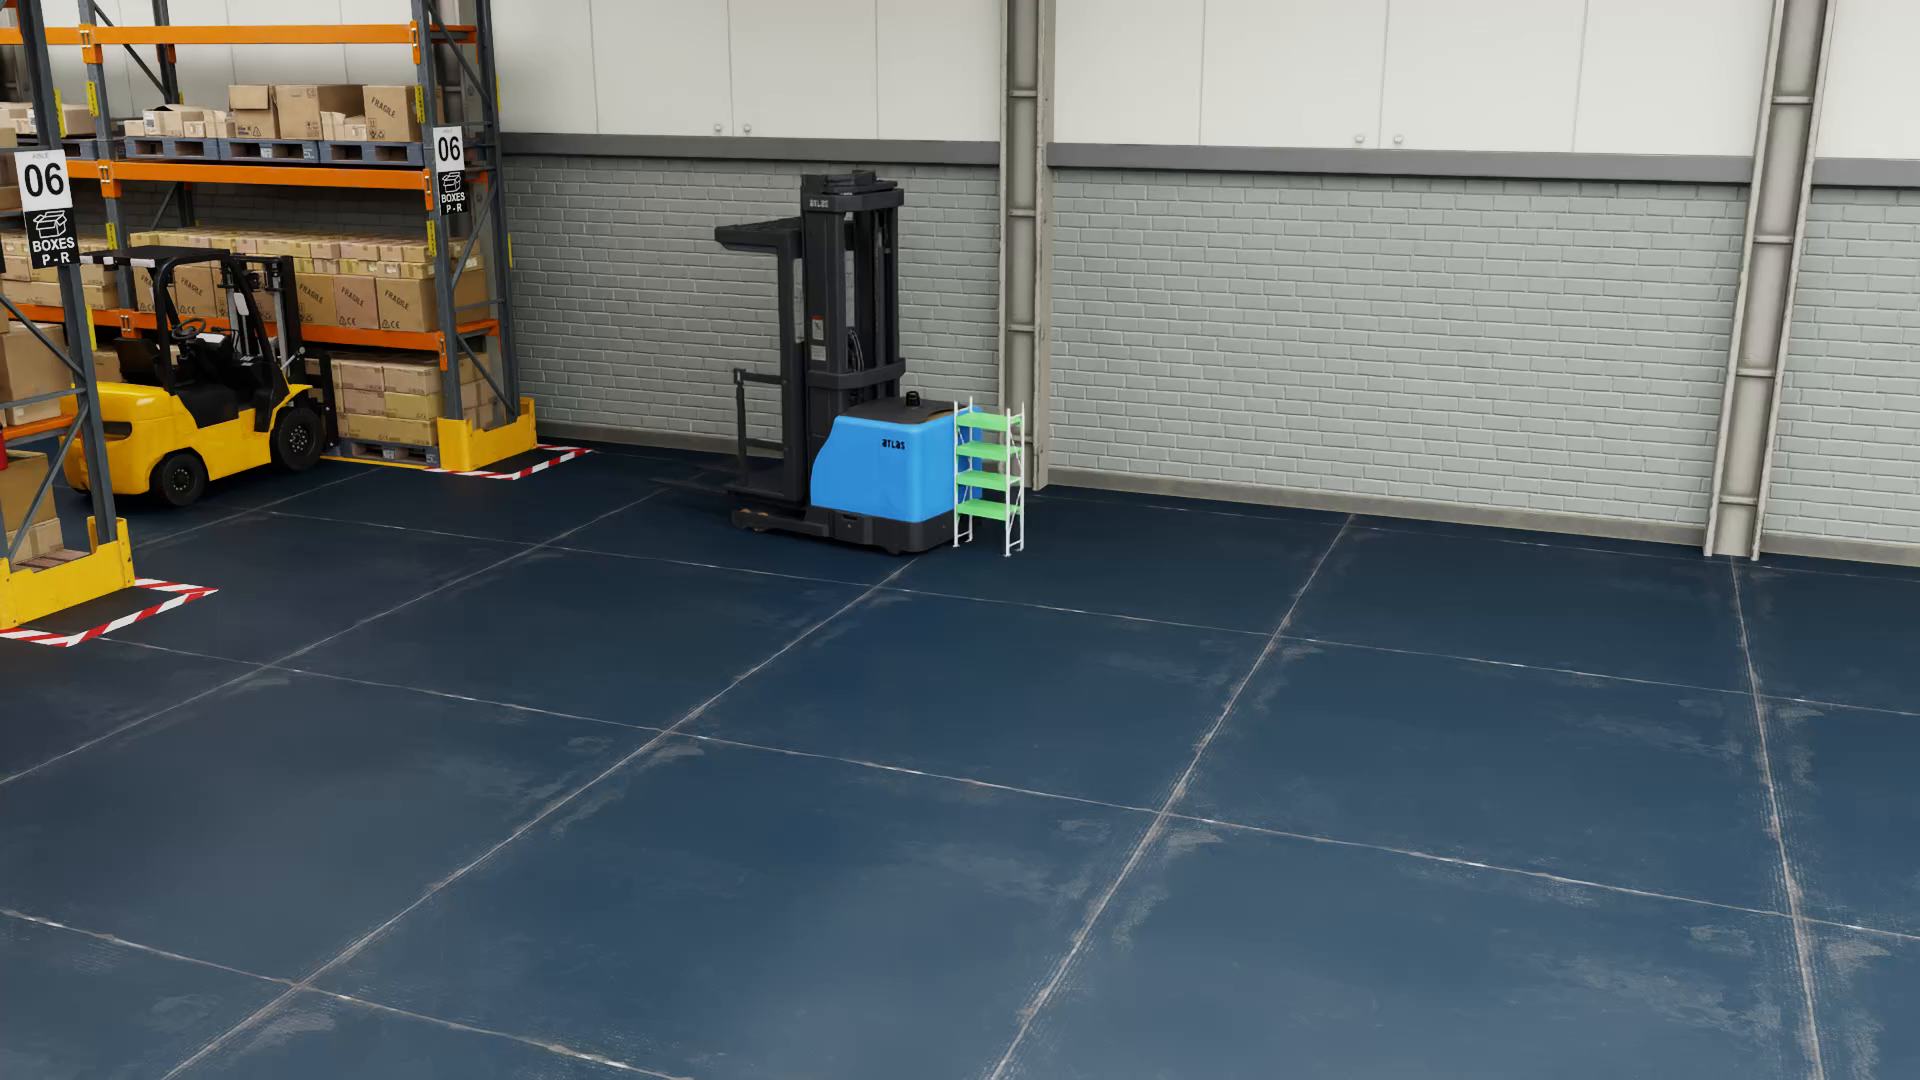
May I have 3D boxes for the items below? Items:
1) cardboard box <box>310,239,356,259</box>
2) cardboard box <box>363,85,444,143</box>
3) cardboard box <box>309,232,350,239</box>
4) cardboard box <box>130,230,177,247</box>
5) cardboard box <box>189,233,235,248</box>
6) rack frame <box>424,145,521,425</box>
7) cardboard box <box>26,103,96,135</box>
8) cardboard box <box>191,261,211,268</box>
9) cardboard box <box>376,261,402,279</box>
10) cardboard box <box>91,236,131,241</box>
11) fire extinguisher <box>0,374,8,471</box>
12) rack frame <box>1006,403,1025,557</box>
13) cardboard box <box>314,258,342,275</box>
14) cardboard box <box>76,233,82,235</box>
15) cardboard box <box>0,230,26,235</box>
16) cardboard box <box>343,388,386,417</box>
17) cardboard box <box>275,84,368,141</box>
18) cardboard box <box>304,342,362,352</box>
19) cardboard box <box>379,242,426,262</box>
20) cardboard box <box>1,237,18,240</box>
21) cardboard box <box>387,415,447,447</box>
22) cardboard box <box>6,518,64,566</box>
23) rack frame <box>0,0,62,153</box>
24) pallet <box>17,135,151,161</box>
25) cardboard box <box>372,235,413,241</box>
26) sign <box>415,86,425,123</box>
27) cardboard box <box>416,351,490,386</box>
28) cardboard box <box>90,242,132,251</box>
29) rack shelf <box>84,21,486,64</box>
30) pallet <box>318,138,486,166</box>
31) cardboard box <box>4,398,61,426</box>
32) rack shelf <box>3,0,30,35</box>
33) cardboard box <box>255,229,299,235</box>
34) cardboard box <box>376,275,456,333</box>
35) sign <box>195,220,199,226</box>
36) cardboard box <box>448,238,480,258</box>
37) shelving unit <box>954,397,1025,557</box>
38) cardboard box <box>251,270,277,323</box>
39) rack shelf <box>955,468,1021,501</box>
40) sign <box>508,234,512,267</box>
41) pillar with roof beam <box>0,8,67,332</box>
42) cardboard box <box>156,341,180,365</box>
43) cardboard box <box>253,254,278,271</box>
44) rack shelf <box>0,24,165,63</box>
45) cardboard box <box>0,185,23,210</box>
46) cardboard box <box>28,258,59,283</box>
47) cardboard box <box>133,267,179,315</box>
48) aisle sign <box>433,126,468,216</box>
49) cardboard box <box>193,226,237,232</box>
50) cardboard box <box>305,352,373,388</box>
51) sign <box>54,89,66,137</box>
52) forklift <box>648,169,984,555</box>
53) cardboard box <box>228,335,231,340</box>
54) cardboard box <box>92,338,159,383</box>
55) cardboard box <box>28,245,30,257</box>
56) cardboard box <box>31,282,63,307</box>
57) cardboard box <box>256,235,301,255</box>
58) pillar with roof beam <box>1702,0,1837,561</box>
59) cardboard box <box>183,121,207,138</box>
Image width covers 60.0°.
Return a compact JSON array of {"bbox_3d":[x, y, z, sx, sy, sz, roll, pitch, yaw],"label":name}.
[{"bbox_3d":[-6.070,-2.824,16.144,0.250,0.149,0.380,7,18,22],"label":"cardboard box"},{"bbox_3d":[-5.180,-3.980,15.511,0.500,0.500,0.500,7,18,22],"label":"cardboard box"},{"bbox_3d":[-6.341,-3.018,16.812,0.250,0.149,0.380,6,17,21],"label":"cardboard box"},{"bbox_3d":[-8.212,-3.062,16.964,0.250,0.149,0.380,7,17,22],"label":"cardboard box"},{"bbox_3d":[-7.493,-2.982,16.688,0.250,0.149,0.380,7,17,22],"label":"cardboard box"},{"bbox_3d":[-4.678,-2.260,16.078,0.127,3.000,1.000,6,17,21],"label":"rack frame"},{"bbox_3d":[-9.162,-4.327,17.046,0.500,0.311,0.500,6,17,19],"label":"cardboard box"},{"bbox_3d":[-7.503,-2.838,16.726,0.250,0.149,0.380,7,17,22],"label":"cardboard box"},{"bbox_3d":[-5.352,-2.601,15.909,0.250,0.149,0.380,7,17,22],"label":"cardboard box"},{"bbox_3d":[-9.110,-3.187,17.929,0.250,0.149,0.380,6,17,20],"label":"cardboard box"},{"bbox_3d":[-6.559,-0.804,11.201,0.183,0.674,0.296,6,17,21],"label":"fire extinguisher"},{"bbox_3d":[0.436,-0.470,13.139,0.015,1.200,0.240,10,19,31],"label":"rack frame"},{"bbox_3d":[-6.063,-2.686,16.204,0.250,0.149,0.380,6,17,19],"label":"cardboard box"},{"bbox_3d":[-9.814,-3.264,18.195,0.250,0.149,0.380,6,17,20],"label":"cardboard box"},{"bbox_3d":[-10.509,-3.359,18.521,0.250,0.149,0.380,6,17,20],"label":"cardboard box"},{"bbox_3d":[-5.708,-1.404,16.411,0.500,0.250,0.500,6,17,20],"label":"cardboard box"},{"bbox_3d":[-6.096,-4.111,15.962,0.500,0.500,0.700,6,17,21],"label":"cardboard box"},{"bbox_3d":[-6.458,-1.878,17.147,0.500,0.250,0.500,6,17,20],"label":"cardboard box"},{"bbox_3d":[-5.330,-2.761,15.929,0.250,0.149,0.380,6,17,21],"label":"cardboard box"},{"bbox_3d":[-10.273,-3.136,17.753,0.250,0.149,0.380,6,17,19],"label":"cardboard box"},{"bbox_3d":[-5.231,-1.107,16.286,0.500,0.250,0.500,6,17,21],"label":"cardboard box"},{"bbox_3d":[-7.145,-0.008,12.498,0.500,0.250,0.500,6,17,20],"label":"cardboard box"},{"bbox_3d":[-6.496,-3.853,10.806,0.127,3.000,1.000,6,17,21],"label":"rack frame"},{"bbox_3d":[-9.225,-4.105,17.395,1.217,0.209,0.805,6,17,18],"label":"pallet"},{"bbox_3d":[-5.619,-2.940,16.544,0.250,0.149,0.380,6,17,21],"label":"cardboard box"},{"bbox_3d":[-4.890,-3.948,15.067,0.005,0.325,0.100,6,17,21],"label":"sign"},{"bbox_3d":[-5.056,-1.720,16.602,0.500,0.250,0.500,6,17,20],"label":"cardboard box"},{"bbox_3d":[-8.799,-3.006,17.305,0.250,0.149,0.380,7,18,23],"label":"cardboard box"},{"bbox_3d":[-6.539,-4.808,16.102,4.000,0.370,1.077,6,17,21],"label":"rack shelf"},{"bbox_3d":[-5.327,-3.737,15.944,1.213,0.211,1.003,6,17,21],"label":"pallet"},{"bbox_3d":[-6.736,-0.940,11.982,0.250,0.149,0.380,6,17,21],"label":"cardboard box"},{"bbox_3d":[-8.357,-3.711,11.611,4.000,0.370,1.077,6,17,21],"label":"rack shelf"},{"bbox_3d":[-7.032,-3.116,17.151,0.250,0.149,0.380,6,17,20],"label":"cardboard box"},{"bbox_3d":[-5.232,-2.290,16.003,0.500,0.500,0.500,6,17,19],"label":"cardboard box"},{"bbox_3d":[-8.197,-3.267,17.852,0.005,0.325,0.100,6,17,21],"label":"sign"},{"bbox_3d":[-4.912,-2.852,16.241,0.250,0.149,0.380,6,17,20],"label":"cardboard box"},{"bbox_3d":[0.232,-0.507,13.266,0.503,1.200,0.258,10,19,31],"label":"shelving unit"},{"bbox_3d":[-6.660,-2.447,16.541,0.500,0.500,0.500,6,17,21],"label":"cardboard box"},{"bbox_3d":[0.232,-0.445,13.284,0.480,0.148,0.258,10,19,31],"label":"rack shelf"},{"bbox_3d":[-4.469,-2.857,16.440,0.005,0.325,0.100,6,17,21],"label":"sign"},{"bbox_3d":[-12.156,-4.943,14.560,0.400,9.000,9.100,6,17,21],"label":"pillar with roof beam"},{"bbox_3d":[-8.064,-1.900,17.222,0.500,0.250,0.500,6,17,20],"label":"cardboard box"},{"bbox_3d":[-6.768,-2.764,16.473,0.250,0.149,0.380,6,17,19],"label":"cardboard box"},{"bbox_3d":[-10.260,-5.217,17.512,4.000,0.370,1.077,6,17,21],"label":"rack shelf"},{"bbox_3d":[-6.686,-2.410,11.666,0.250,0.149,0.380,6,17,21],"label":"cardboard box"},{"bbox_3d":[-9.431,-2.872,17.558,0.500,0.250,0.500,6,17,19],"label":"cardboard box"},{"bbox_3d":[-8.082,-2.604,17.084,0.500,0.500,0.500,6,17,19],"label":"cardboard box"},{"bbox_3d":[-4.725,-3.425,15.430,0.004,0.787,0.394,6,17,21],"label":"aisle sign"},{"bbox_3d":[-7.773,-3.181,17.373,0.250,0.149,0.380,6,17,19],"label":"cardboard box"},{"bbox_3d":[-6.171,-1.687,16.490,0.500,0.250,0.500,7,17,21],"label":"cardboard box"},{"bbox_3d":[-6.297,-2.973,11.587,0.005,0.325,0.100,6,17,21],"label":"sign"},{"bbox_3d":[-1.318,-1.584,13.872,3.031,2.935,1.130,10,19,31],"label":"forklift"},{"bbox_3d":[-7.871,-2.030,17.672,0.500,0.250,0.500,7,17,22],"label":"cardboard box"},{"bbox_3d":[-8.889,-1.781,17.934,0.625,0.625,0.875,7,18,23],"label":"cardboard box"},{"bbox_3d":[-9.547,-3.059,17.487,0.250,0.149,0.380,6,17,19],"label":"cardboard box"},{"bbox_3d":[-9.434,-2.631,17.624,0.500,0.250,0.500,6,17,20],"label":"cardboard box"},{"bbox_3d":[-6.746,-2.930,16.509,0.250,0.149,0.380,6,17,21],"label":"cardboard box"},{"bbox_3d":[4.588,-3.102,8.218,0.400,9.000,9.100,6,17,21],"label":"pillar with roof beam"},{"bbox_3d":[-7.378,-4.035,16.331,0.250,0.149,0.380,7,18,22],"label":"cardboard box"}]
